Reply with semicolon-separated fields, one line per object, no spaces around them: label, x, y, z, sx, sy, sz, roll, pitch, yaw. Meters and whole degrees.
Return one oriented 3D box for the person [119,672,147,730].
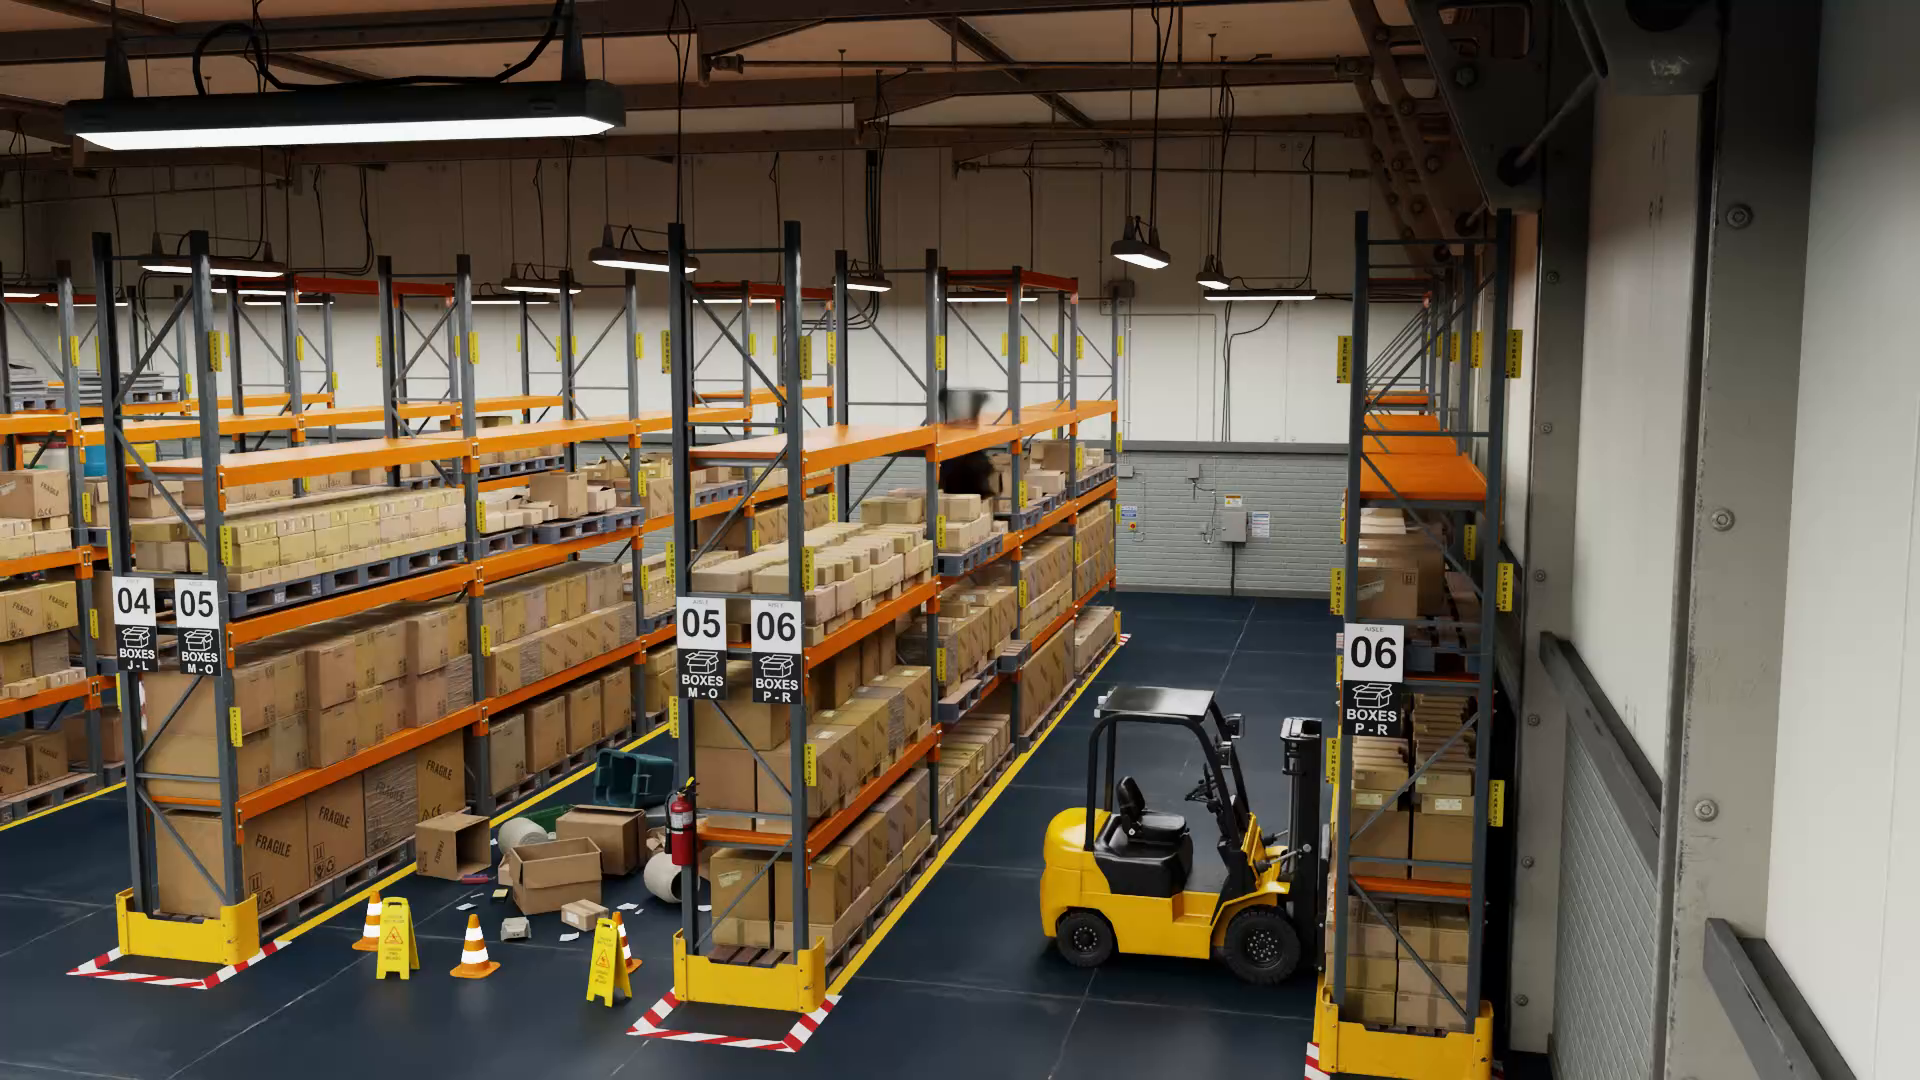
person;-8.790;2.118;18.103;0.653;1.716;0.870;-4;8;-29
